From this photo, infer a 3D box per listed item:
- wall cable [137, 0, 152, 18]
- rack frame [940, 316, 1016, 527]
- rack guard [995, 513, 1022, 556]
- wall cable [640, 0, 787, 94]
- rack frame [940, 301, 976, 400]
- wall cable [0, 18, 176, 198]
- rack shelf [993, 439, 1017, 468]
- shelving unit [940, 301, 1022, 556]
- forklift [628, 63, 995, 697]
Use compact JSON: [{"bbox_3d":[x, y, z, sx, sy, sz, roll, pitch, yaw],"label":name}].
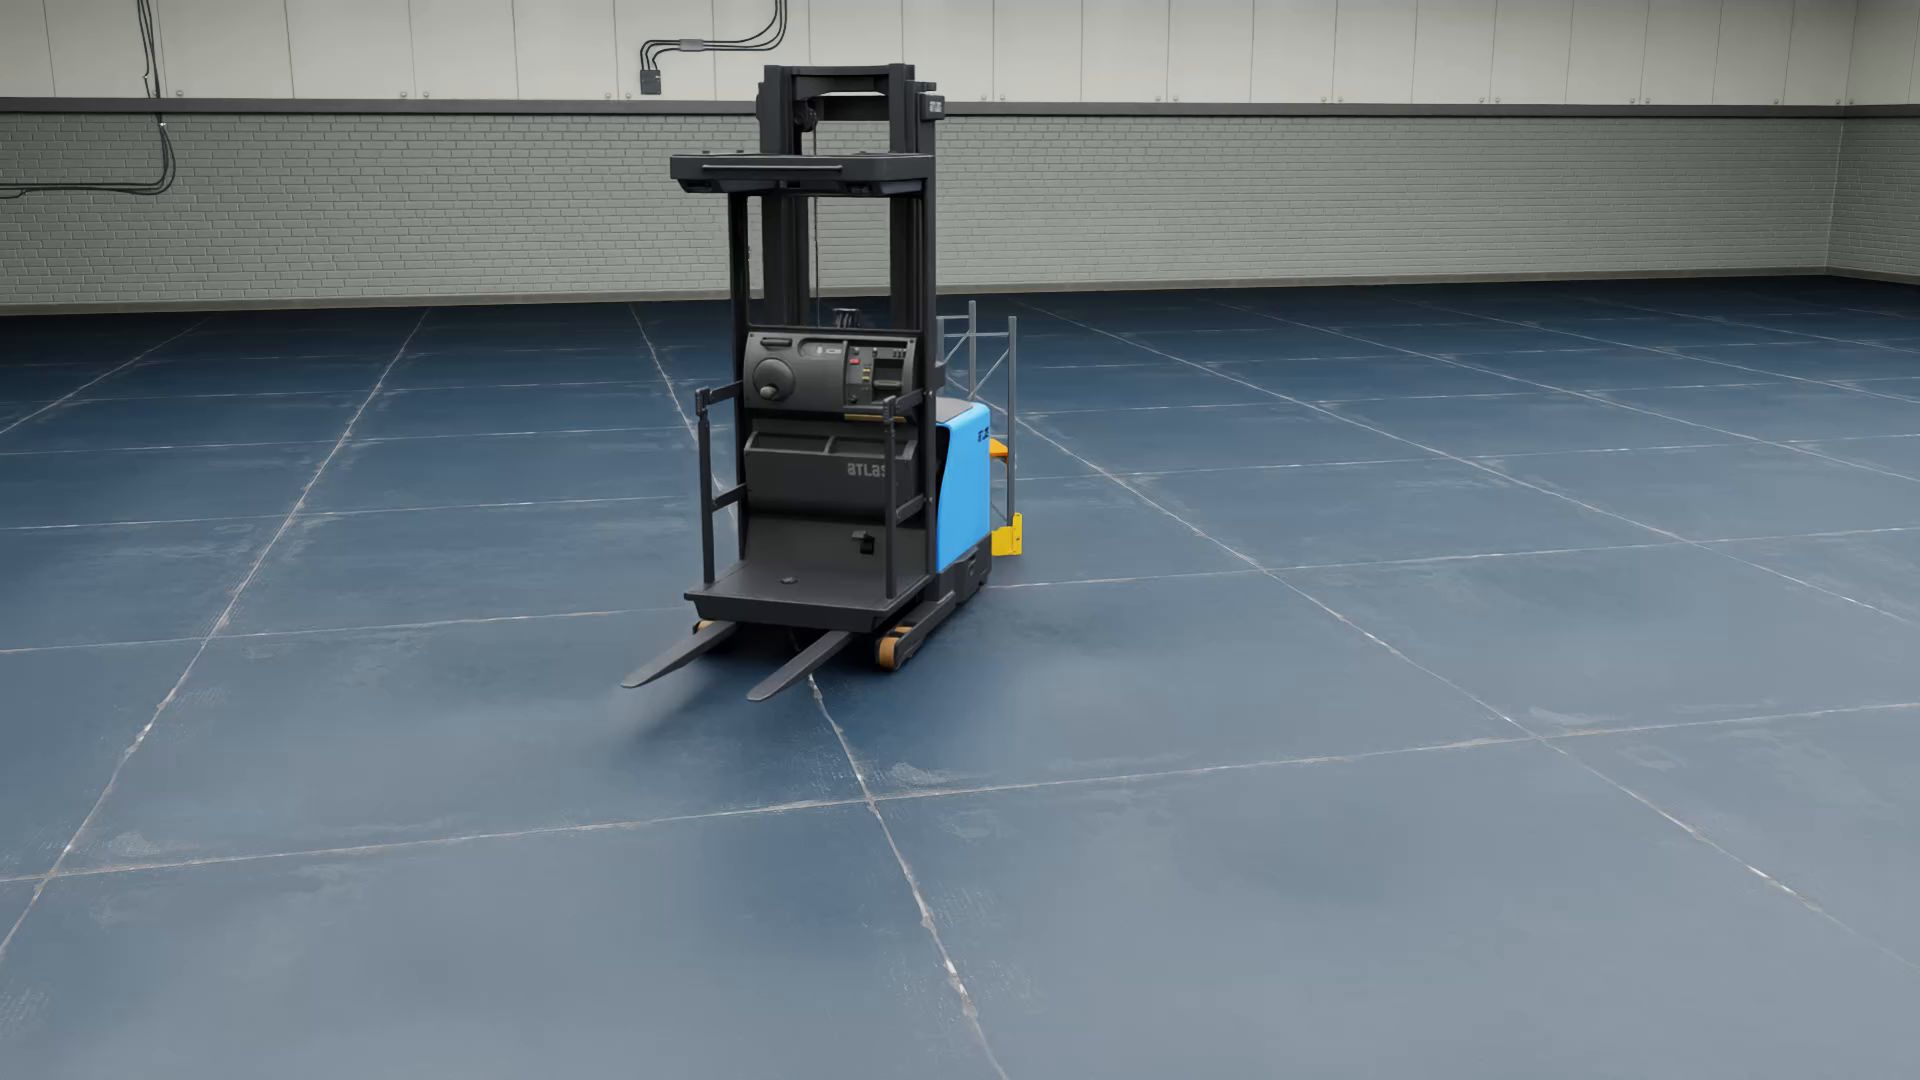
[{"bbox_3d":[-10.417,-8.811,23.934,3.097,2.526,0.112,-3,14,-13],"label":"wall cable"},{"bbox_3d":[0.099,-0.631,10.350,0.500,1.500,0.032,-3,14,-13],"label":"rack frame"},{"bbox_3d":[0.099,-0.024,10.499,0.587,0.250,0.087,-3,14,-13],"label":"rack guard"},{"bbox_3d":[-3.815,-9.893,25.295,2.305,6.003,0.169,-3,14,-13],"label":"wall cable"},{"bbox_3d":[-0.139,-0.866,11.310,0.500,1.500,0.032,-3,14,-13],"label":"rack frame"},{"bbox_3d":[-13.047,-6.207,23.916,3.097,2.526,0.112,-3,14,-13],"label":"wall cable"},{"bbox_3d":[-0.020,-0.574,10.872,0.538,0.185,1.000,-3,14,-13],"label":"rack shelf"},{"bbox_3d":[-0.018,-0.746,10.821,0.587,1.500,1.083,-3,14,-13],"label":"shelving unit"},{"bbox_3d":[-0.715,-0.897,8.424,1.130,2.935,3.031,4,14,17],"label":"forklift"}]
